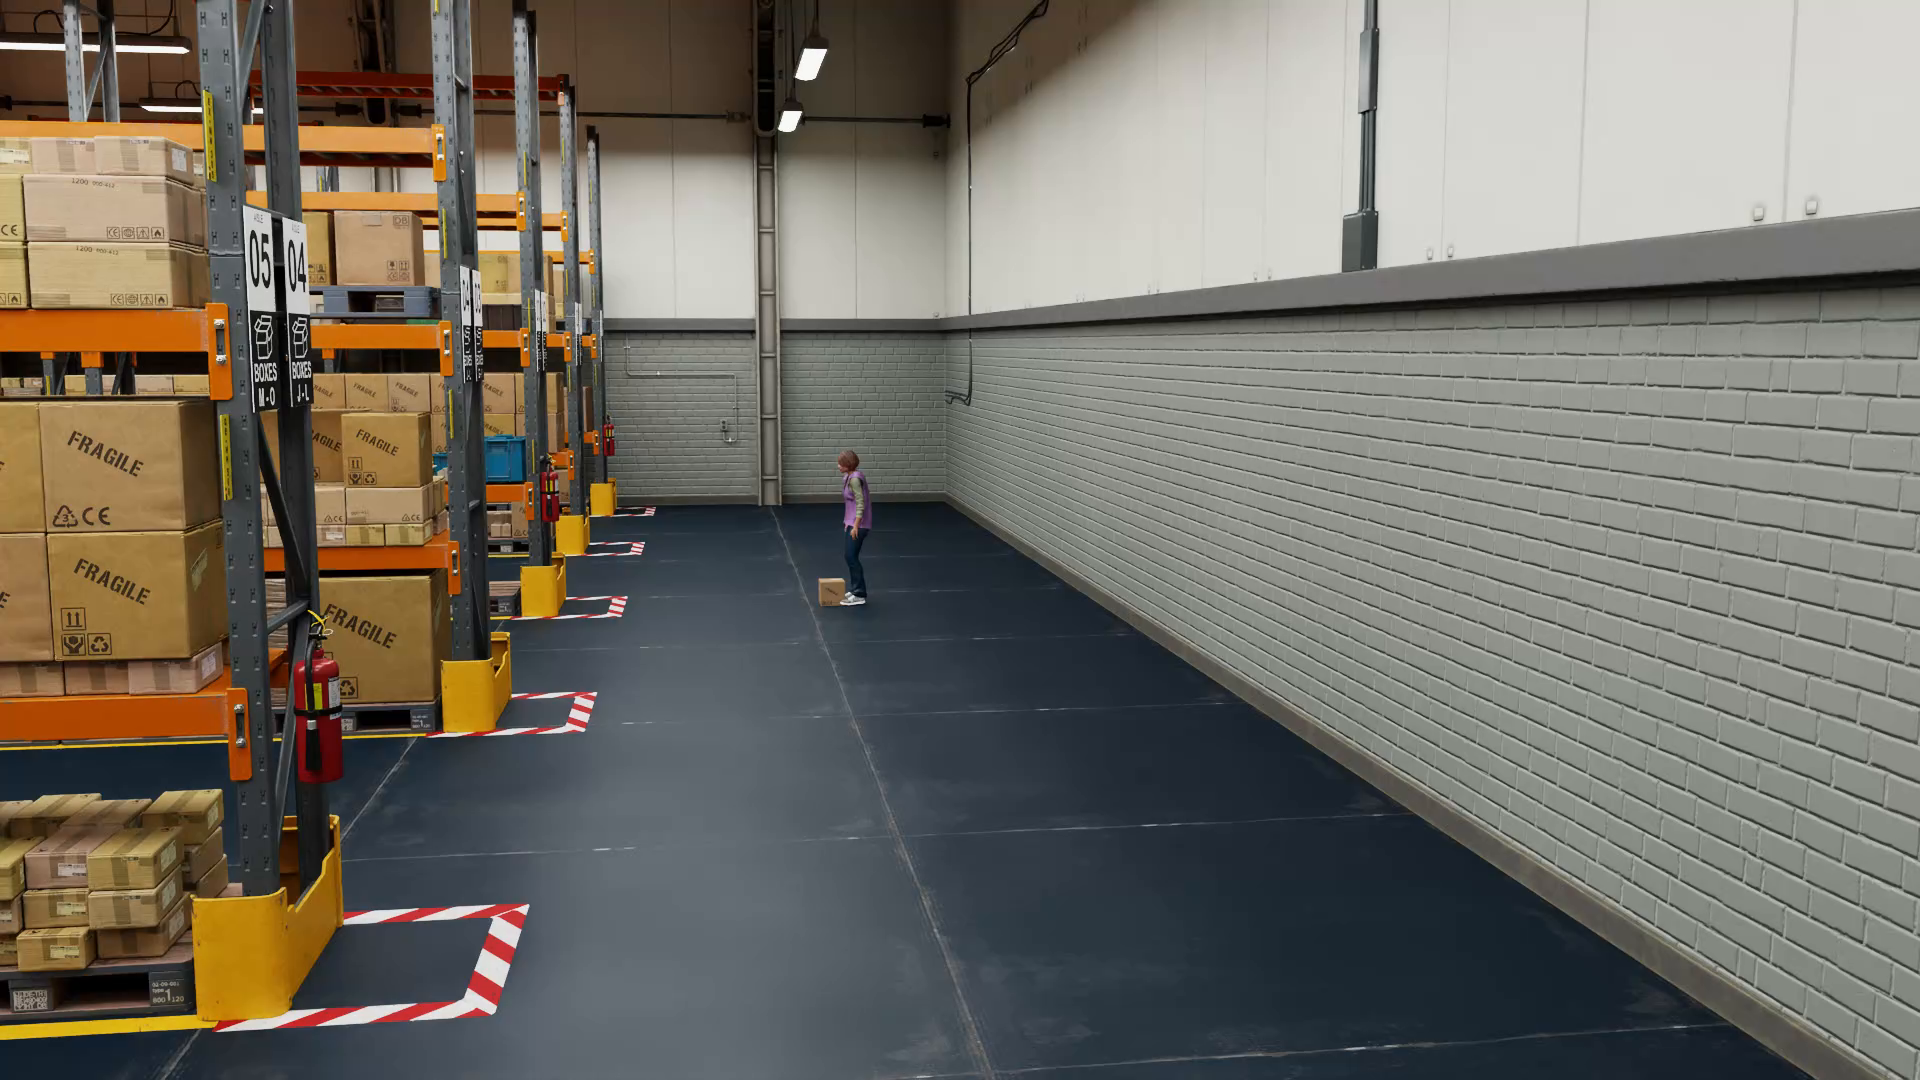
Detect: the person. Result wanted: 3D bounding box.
[{"bbox_3d":[-3.272,-1.465,21.629,2.633,3.194,10.400,-1,7,-12],"label":"person"}]
